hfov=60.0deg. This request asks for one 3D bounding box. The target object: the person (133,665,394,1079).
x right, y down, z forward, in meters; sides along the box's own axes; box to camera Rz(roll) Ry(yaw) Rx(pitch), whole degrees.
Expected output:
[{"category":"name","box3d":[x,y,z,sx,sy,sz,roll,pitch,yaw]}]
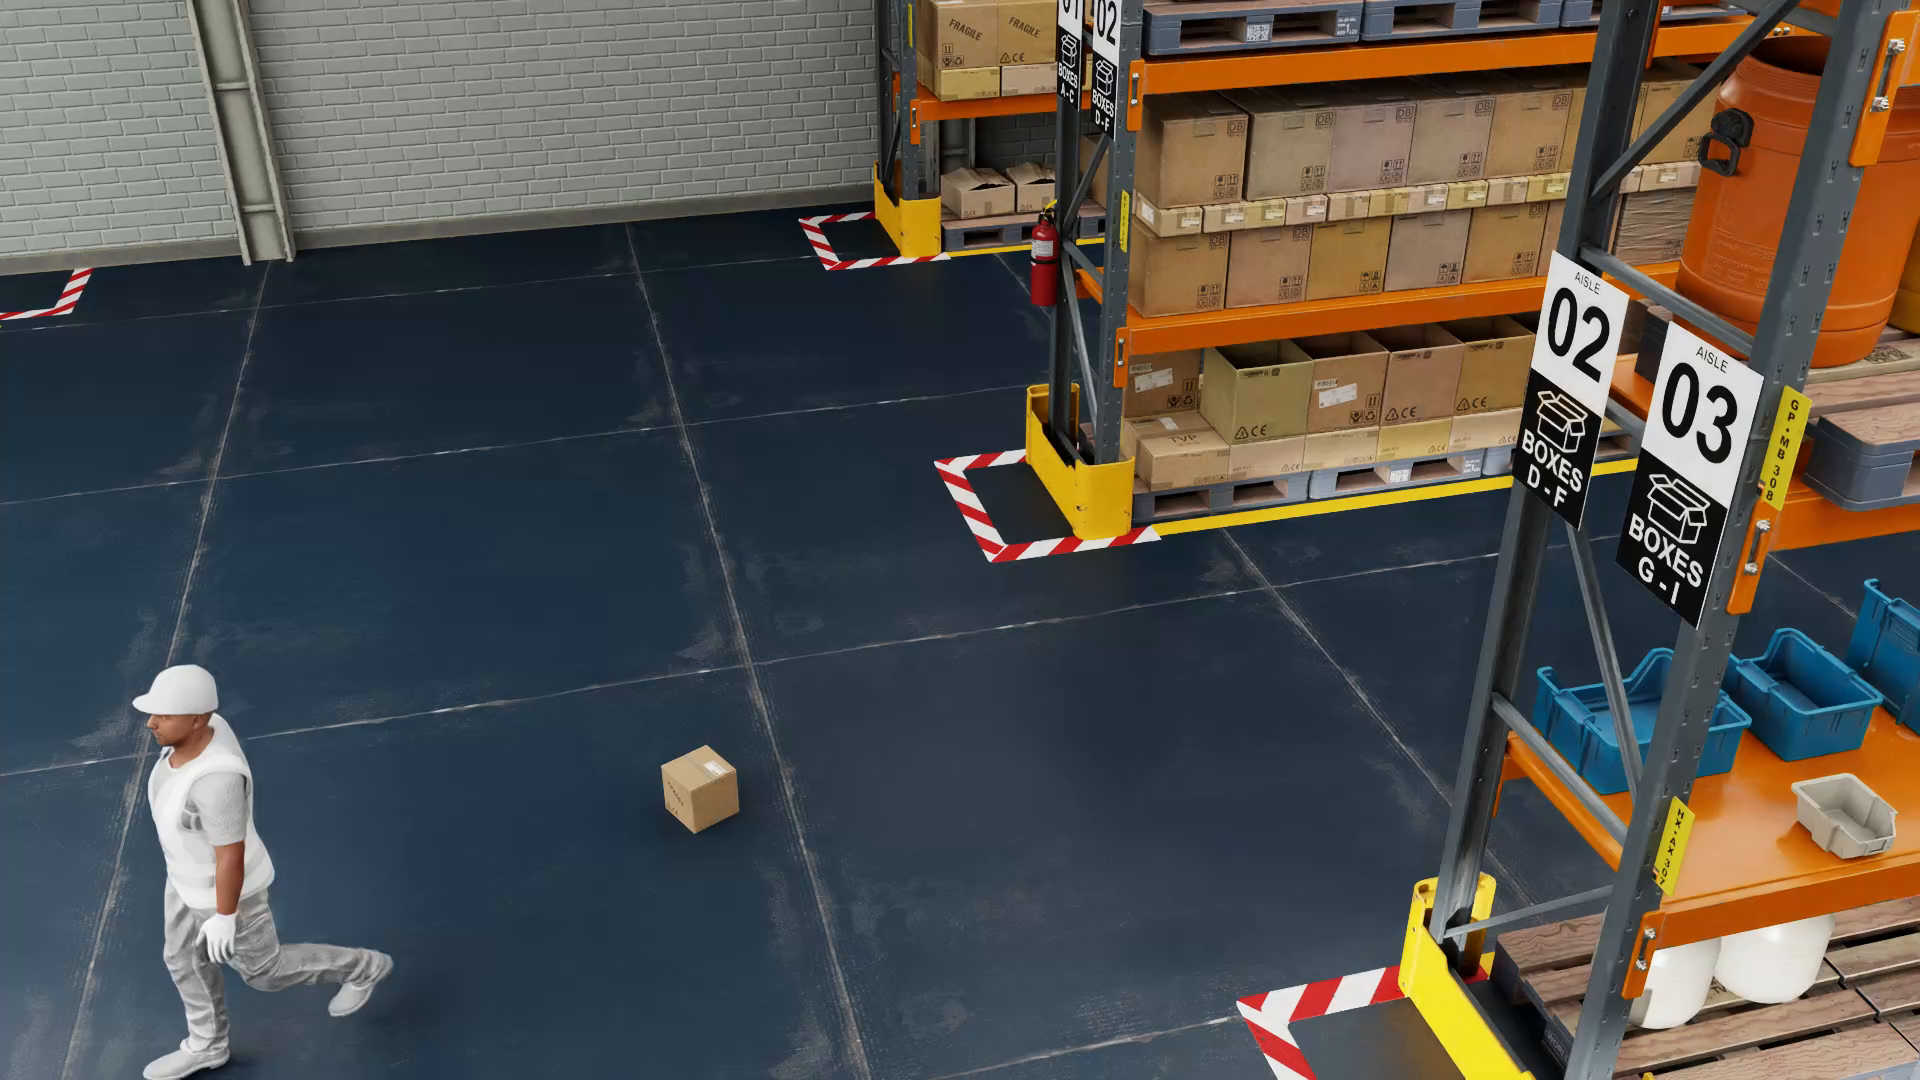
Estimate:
[{"category":"person","box3d":[-2.673,1.224,6.097,0.942,1.755,0.585,-21,36,-32]}]
